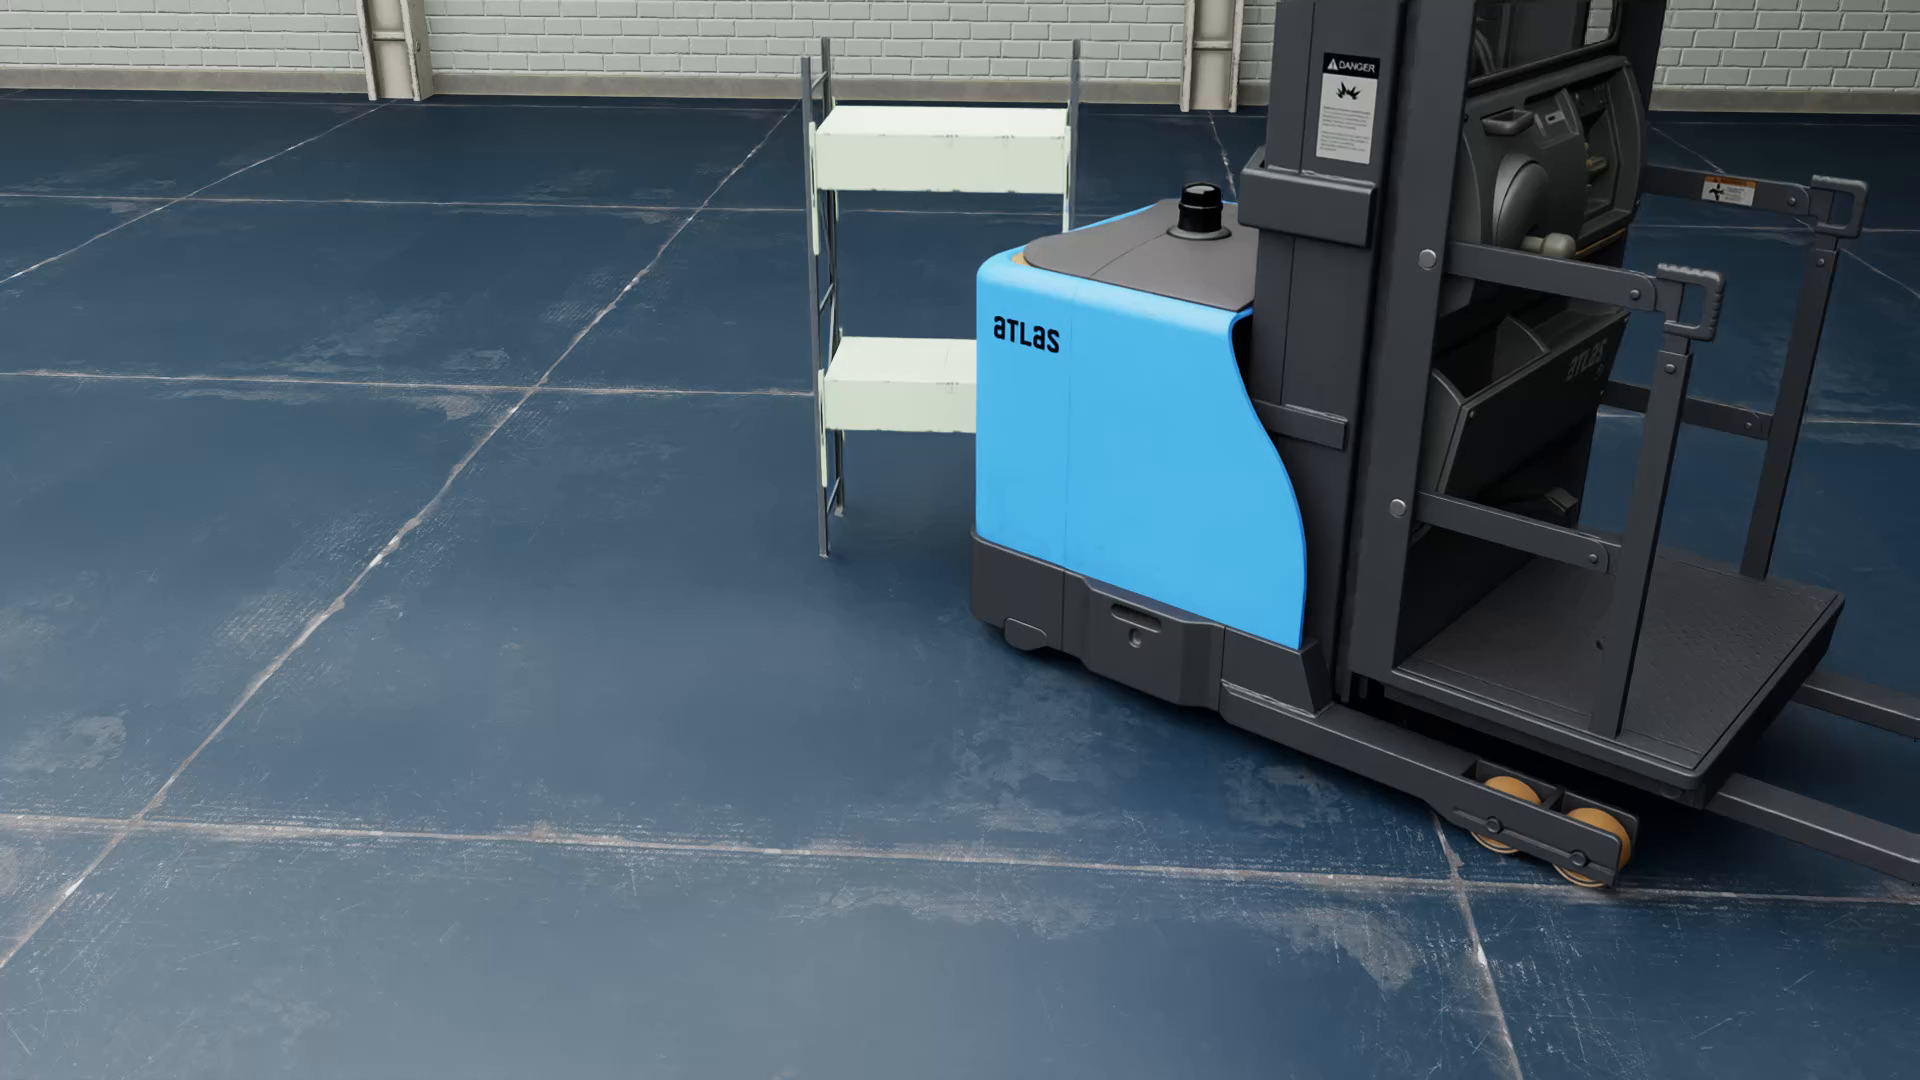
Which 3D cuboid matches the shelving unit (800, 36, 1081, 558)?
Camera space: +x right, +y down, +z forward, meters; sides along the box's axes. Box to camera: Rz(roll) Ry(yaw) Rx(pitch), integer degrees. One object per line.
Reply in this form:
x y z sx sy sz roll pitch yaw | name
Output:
-0.042 -0.698 4.973 0.755 1.500 0.431 2 25 4 | shelving unit

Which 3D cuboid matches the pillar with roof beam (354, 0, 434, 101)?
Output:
-4.514 -5.622 6.702 0.400 9.000 9.100 2 25 4 | pillar with roof beam

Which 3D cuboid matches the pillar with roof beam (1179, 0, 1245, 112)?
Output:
1.468 -5.430 6.285 0.400 9.000 9.100 2 25 4 | pillar with roof beam

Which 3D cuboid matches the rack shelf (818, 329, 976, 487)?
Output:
-0.042 -0.402 5.109 0.720 0.370 0.431 2 25 4 | rack shelf

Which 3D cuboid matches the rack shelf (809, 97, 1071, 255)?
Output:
-0.042 -1.052 4.810 0.720 0.370 0.431 2 25 4 | rack shelf

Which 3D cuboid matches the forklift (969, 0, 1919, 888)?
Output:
1.476 -0.828 3.543 3.031 2.935 1.130 20 31 36 | forklift

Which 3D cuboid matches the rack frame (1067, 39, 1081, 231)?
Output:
0.323 -0.687 4.948 0.023 1.500 0.400 2 25 4 | rack frame

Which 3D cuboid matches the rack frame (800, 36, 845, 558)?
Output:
-0.407 -0.709 4.997 0.023 1.500 0.400 2 25 4 | rack frame
